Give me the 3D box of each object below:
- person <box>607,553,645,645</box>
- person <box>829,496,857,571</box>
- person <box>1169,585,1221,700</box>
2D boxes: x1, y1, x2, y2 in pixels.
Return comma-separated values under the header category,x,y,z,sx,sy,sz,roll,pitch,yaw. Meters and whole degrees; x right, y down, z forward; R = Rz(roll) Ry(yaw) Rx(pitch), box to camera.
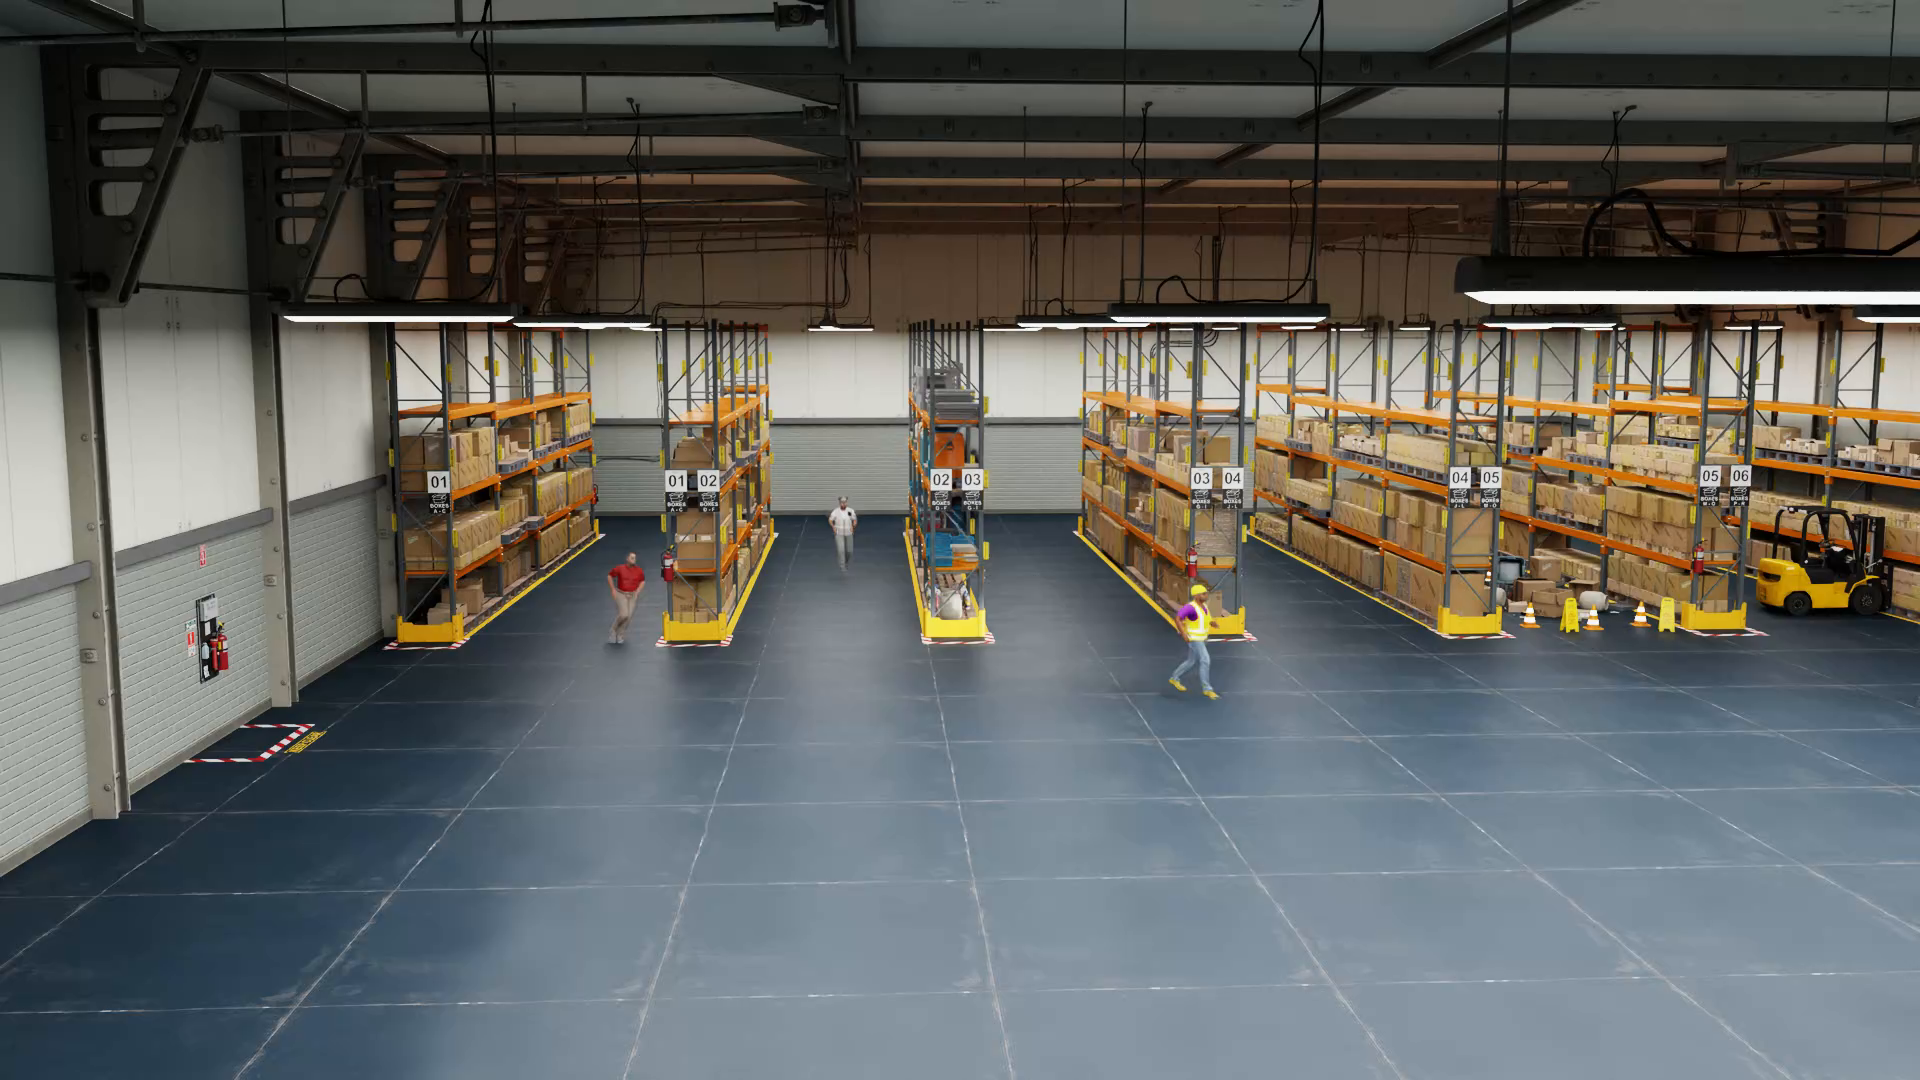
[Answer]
category,x,y,z,sx,sy,sz,roll,pitch,yaw
person,-6.177,1.085,30.900,0.706,1.688,0.601,-5,8,-33
person,-2.691,-0.143,38.355,0.664,1.769,0.594,-1,7,-11
person,3.743,1.591,26.363,0.895,1.789,0.691,3,8,24
